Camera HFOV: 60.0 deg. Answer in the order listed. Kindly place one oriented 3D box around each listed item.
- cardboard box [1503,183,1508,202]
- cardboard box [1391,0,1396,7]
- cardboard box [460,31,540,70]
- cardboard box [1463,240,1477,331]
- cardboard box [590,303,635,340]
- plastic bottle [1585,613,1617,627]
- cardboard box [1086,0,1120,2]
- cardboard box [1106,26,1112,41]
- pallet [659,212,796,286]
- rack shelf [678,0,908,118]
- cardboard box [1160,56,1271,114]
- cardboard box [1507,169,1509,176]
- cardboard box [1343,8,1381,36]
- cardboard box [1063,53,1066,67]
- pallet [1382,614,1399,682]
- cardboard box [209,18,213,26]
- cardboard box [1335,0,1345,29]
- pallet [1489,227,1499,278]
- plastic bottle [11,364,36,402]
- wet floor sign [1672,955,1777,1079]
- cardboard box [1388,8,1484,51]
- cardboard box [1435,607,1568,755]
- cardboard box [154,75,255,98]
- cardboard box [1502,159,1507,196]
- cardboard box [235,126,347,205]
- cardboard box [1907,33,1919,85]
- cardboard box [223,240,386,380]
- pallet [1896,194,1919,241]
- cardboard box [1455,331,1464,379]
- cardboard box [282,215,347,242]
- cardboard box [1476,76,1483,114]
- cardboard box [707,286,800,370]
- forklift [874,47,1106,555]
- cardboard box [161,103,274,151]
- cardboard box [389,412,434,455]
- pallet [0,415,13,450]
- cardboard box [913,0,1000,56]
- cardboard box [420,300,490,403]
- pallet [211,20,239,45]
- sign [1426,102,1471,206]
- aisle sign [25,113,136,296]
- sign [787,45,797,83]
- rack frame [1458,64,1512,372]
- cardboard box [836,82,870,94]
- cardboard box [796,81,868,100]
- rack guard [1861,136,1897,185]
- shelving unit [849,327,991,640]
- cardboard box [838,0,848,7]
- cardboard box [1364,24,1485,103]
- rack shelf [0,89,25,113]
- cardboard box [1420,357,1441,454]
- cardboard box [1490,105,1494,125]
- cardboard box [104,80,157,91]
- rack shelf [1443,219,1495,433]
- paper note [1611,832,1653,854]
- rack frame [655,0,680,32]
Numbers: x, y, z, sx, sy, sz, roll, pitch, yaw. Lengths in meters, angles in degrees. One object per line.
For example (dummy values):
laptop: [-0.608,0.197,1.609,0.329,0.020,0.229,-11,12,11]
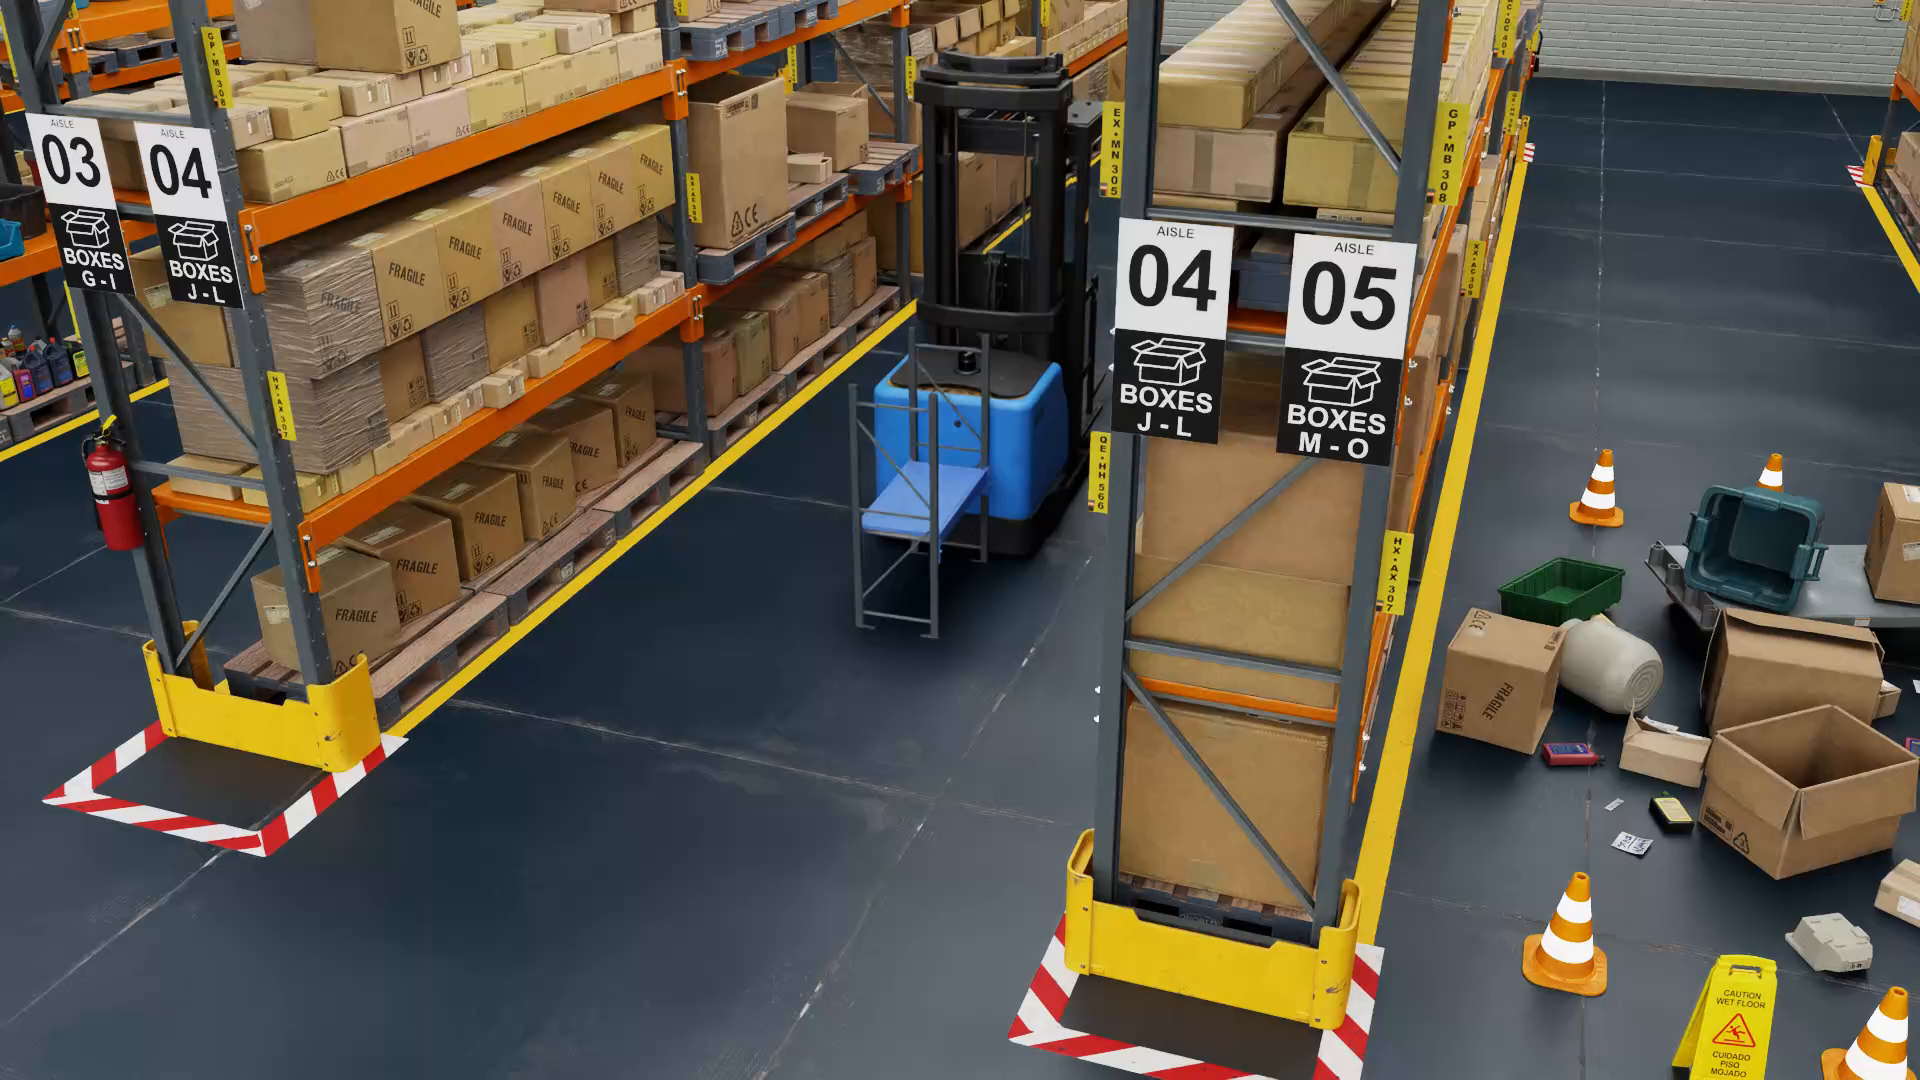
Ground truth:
cardboard box: [5.456,-3.612,17.216,0.380,0.149,0.250,10,28,20]
cardboard box: [2.455,-3.012,9.662,0.500,0.250,0.500,9,27,18]
cardboard box: [-2.542,-2.687,9.130,0.380,0.149,0.250,10,28,20]
cardboard box: [2.967,-1.612,10.522,0.500,0.500,0.500,9,27,18]
cardboard box: [-2.277,-1.384,10.455,0.380,0.149,0.250,9,27,17]
plastic bottle: [3.702,0.473,9.703,0.133,0.061,0.283,-5,26,-9]
cardboard box: [1.807,-7.040,20.817,0.500,0.500,0.500,9,27,18]
cardboard box: [1.659,-6.254,20.513,0.380,0.149,0.250,9,27,18]
pallet: [-1.881,-2.149,11.967,1.003,0.211,1.213,9,27,17]
rack shelf: [-1.607,-3.791,12.521,1.077,0.370,4.000,9,27,17]
cardboard box: [0.917,-1.658,6.067,0.380,0.149,0.250,9,27,18]
cardboard box: [6.021,-4.229,18.833,0.380,0.149,0.250,9,27,18]
cardboard box: [1.778,-2.464,8.190,0.500,0.250,0.500,9,27,17]
cardboard box: [0.976,-5.407,18.763,0.380,0.149,0.250,10,27,19]
pallet: [2.044,0.374,9.735,1.003,0.211,1.213,9,27,17]
cardboard box: [-9.488,-6.448,20.029,0.700,0.500,0.500,13,29,26]
cardboard box: [1.592,-2.492,7.790,0.380,0.149,0.250,9,27,18]
pallet: [4.776,-2.894,16.485,1.003,0.211,1.213,9,27,17]
plastic bottle: [-6.964,-1.178,12.353,0.061,0.283,0.133,11,28,21]
wet floor sign: [2.898,1.821,6.249,0.267,0.644,0.232,4,26,8]
cardboard box: [2.045,-2.191,7.168,0.380,0.149,0.250,9,27,18]
cardboard box: [2.822,0.729,8.668,0.500,0.500,0.500,14,29,26]
cardboard box: [-3.621,-2.139,7.997,0.380,0.149,0.250,8,27,15]
cardboard box: [5.024,-3.528,16.121,0.500,0.250,0.500,8,27,16]
cardboard box: [-3.199,-1.742,7.636,0.500,0.250,0.500,10,27,19]
cardboard box: [10.493,-5.114,17.756,0.500,0.500,0.500,8,27,17]
cardboard box: [-3.164,-1.114,8.006,0.500,0.500,0.500,9,27,17]
pallet: [10.466,-3.342,17.411,1.003,0.211,1.213,9,27,17]
cardboard box: [3.415,-1.765,13.053,1.050,0.750,0.750,8,27,17]
cardboard box: [-3.493,-1.396,8.588,0.500,0.500,0.500,9,27,17]
cardboard box: [2.298,-2.142,7.981,0.380,0.149,0.250,9,27,18]
cardboard box: [-1.686,-1.688,13.158,0.700,0.500,0.500,6,27,13]
forklift: [0.369,-1.847,11.202,1.130,2.935,3.031,8,27,15]
cardboard box: [-3.294,-1.841,7.382,0.380,0.149,0.250,9,27,17]
cardboard box: [-3.022,-0.575,8.783,0.380,0.149,0.250,9,27,17]
pallet: [-7.610,-0.633,11.815,1.003,0.211,1.213,9,27,17]
cardboard box: [-0.054,-5.183,16.746,0.797,0.503,0.637,9,27,18]
cardboard box: [-3.134,-1.122,9.169,0.875,0.500,0.500,9,27,17]
pallet: [-9.320,-6.269,20.477,1.003,0.211,1.213,9,27,17]
sign: [1.562,-1.234,5.321,0.100,0.325,0.005,9,27,17]
aisle sign: [-3.907,-1.487,7.396,0.394,0.787,0.004,9,27,17]
sign: [-1.466,-4.187,14.626,0.100,0.325,0.005,9,27,17]
rack frame: [3.702,-2.826,13.144,1.000,3.000,0.127,9,27,17]
cardboard box: [-1.011,-3.870,15.186,0.500,0.500,0.500,10,27,19]
cardboard box: [-1.083,-3.593,14.132,0.500,0.500,0.500,5,26,11]
rack guard: [11.074,-4.322,19.102,1.175,0.500,0.348,9,27,17]
shelving unit: [-0.214,-0.351,9.754,0.538,1.500,1.048,8,27,15]
cardboard box: [-1.190,-4.226,12.767,0.500,0.250,0.500,10,27,19]
cardboard box: [2.113,-2.180,7.602,0.500,0.250,0.500,9,27,17]
rack shelf: [-10.947,-3.879,16.145,1.077,0.370,4.000,9,27,17]
cardboard box: [2.098,-0.867,8.926,0.875,0.550,0.550,9,27,17]
cardboard box: [4.211,-3.542,13.747,0.380,0.149,0.250,9,27,17]
cardboard box: [-9.841,-5.298,19.754,0.500,0.250,0.500,8,27,16]
rack shelf: [3.037,-1.680,11.603,1.077,0.370,4.000,9,27,17]
paper note: [3.149,1.418,7.788,0.144,0.017,0.142,20,32,35]
rack frame: [-2.272,-4.643,10.013,1.000,3.000,0.127,9,27,17]
